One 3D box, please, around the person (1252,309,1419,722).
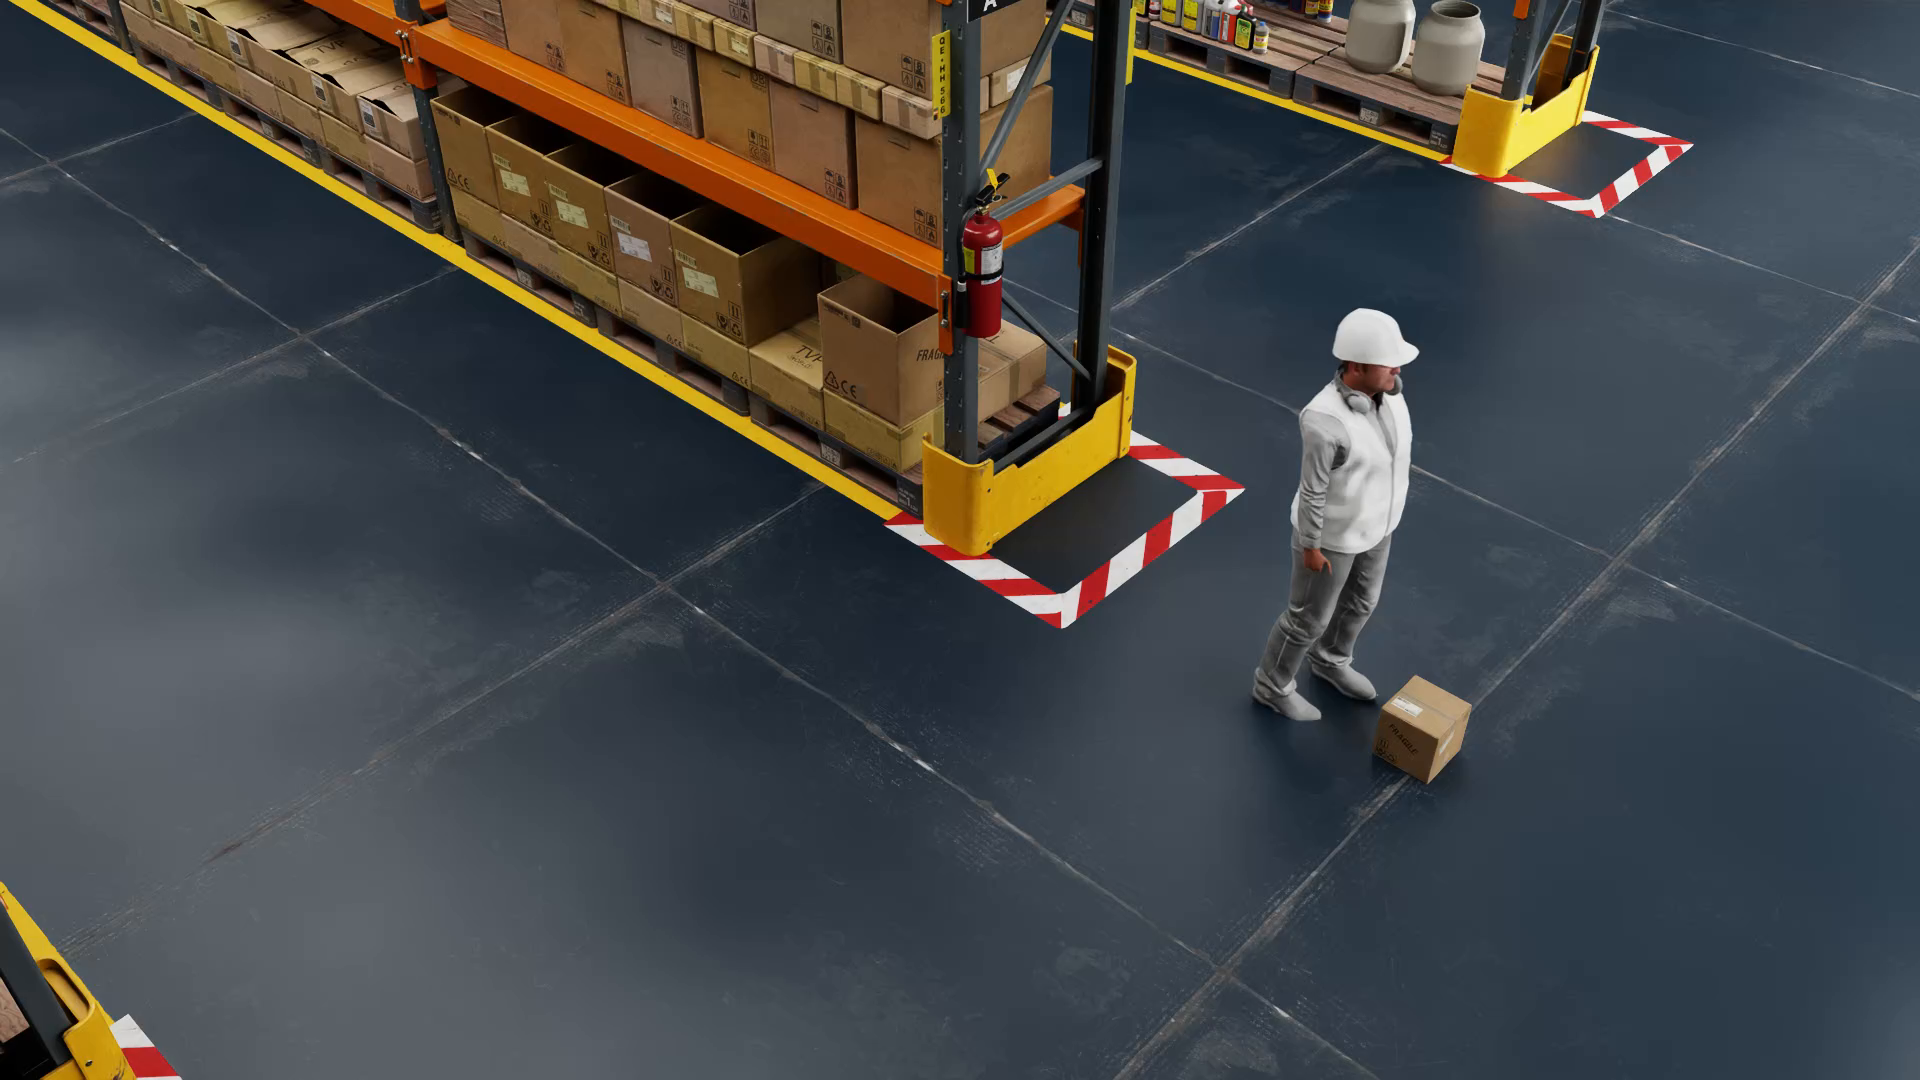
[{"bbox_3d":[1.453,-0.056,6.230,0.402,1.802,0.534,32,49,33],"label":"person"}]
